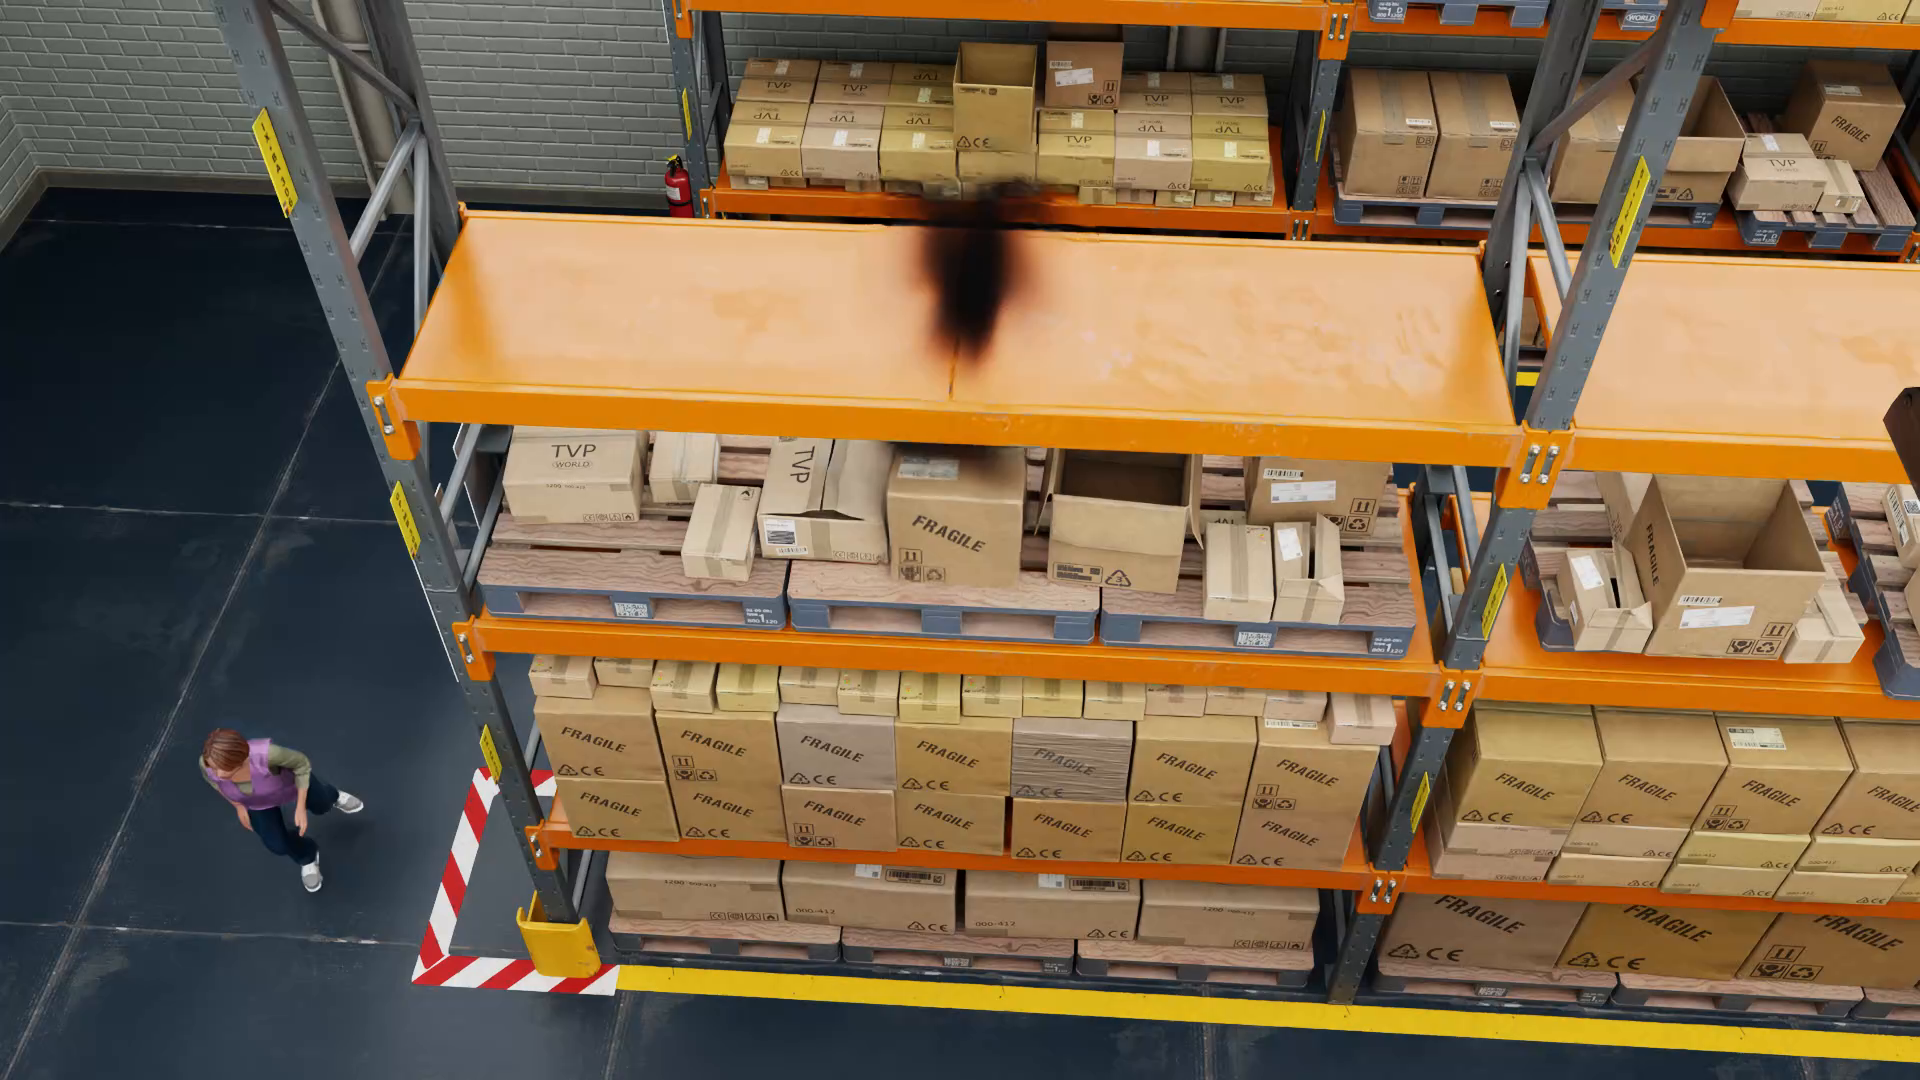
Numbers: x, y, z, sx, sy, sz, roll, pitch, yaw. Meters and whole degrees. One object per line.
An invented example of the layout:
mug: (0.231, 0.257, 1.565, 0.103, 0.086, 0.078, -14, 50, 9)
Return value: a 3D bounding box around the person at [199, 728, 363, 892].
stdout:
person: (-3.477, 1.240, 8.467, 0.556, 1.535, 0.766, -15, 50, -14)
